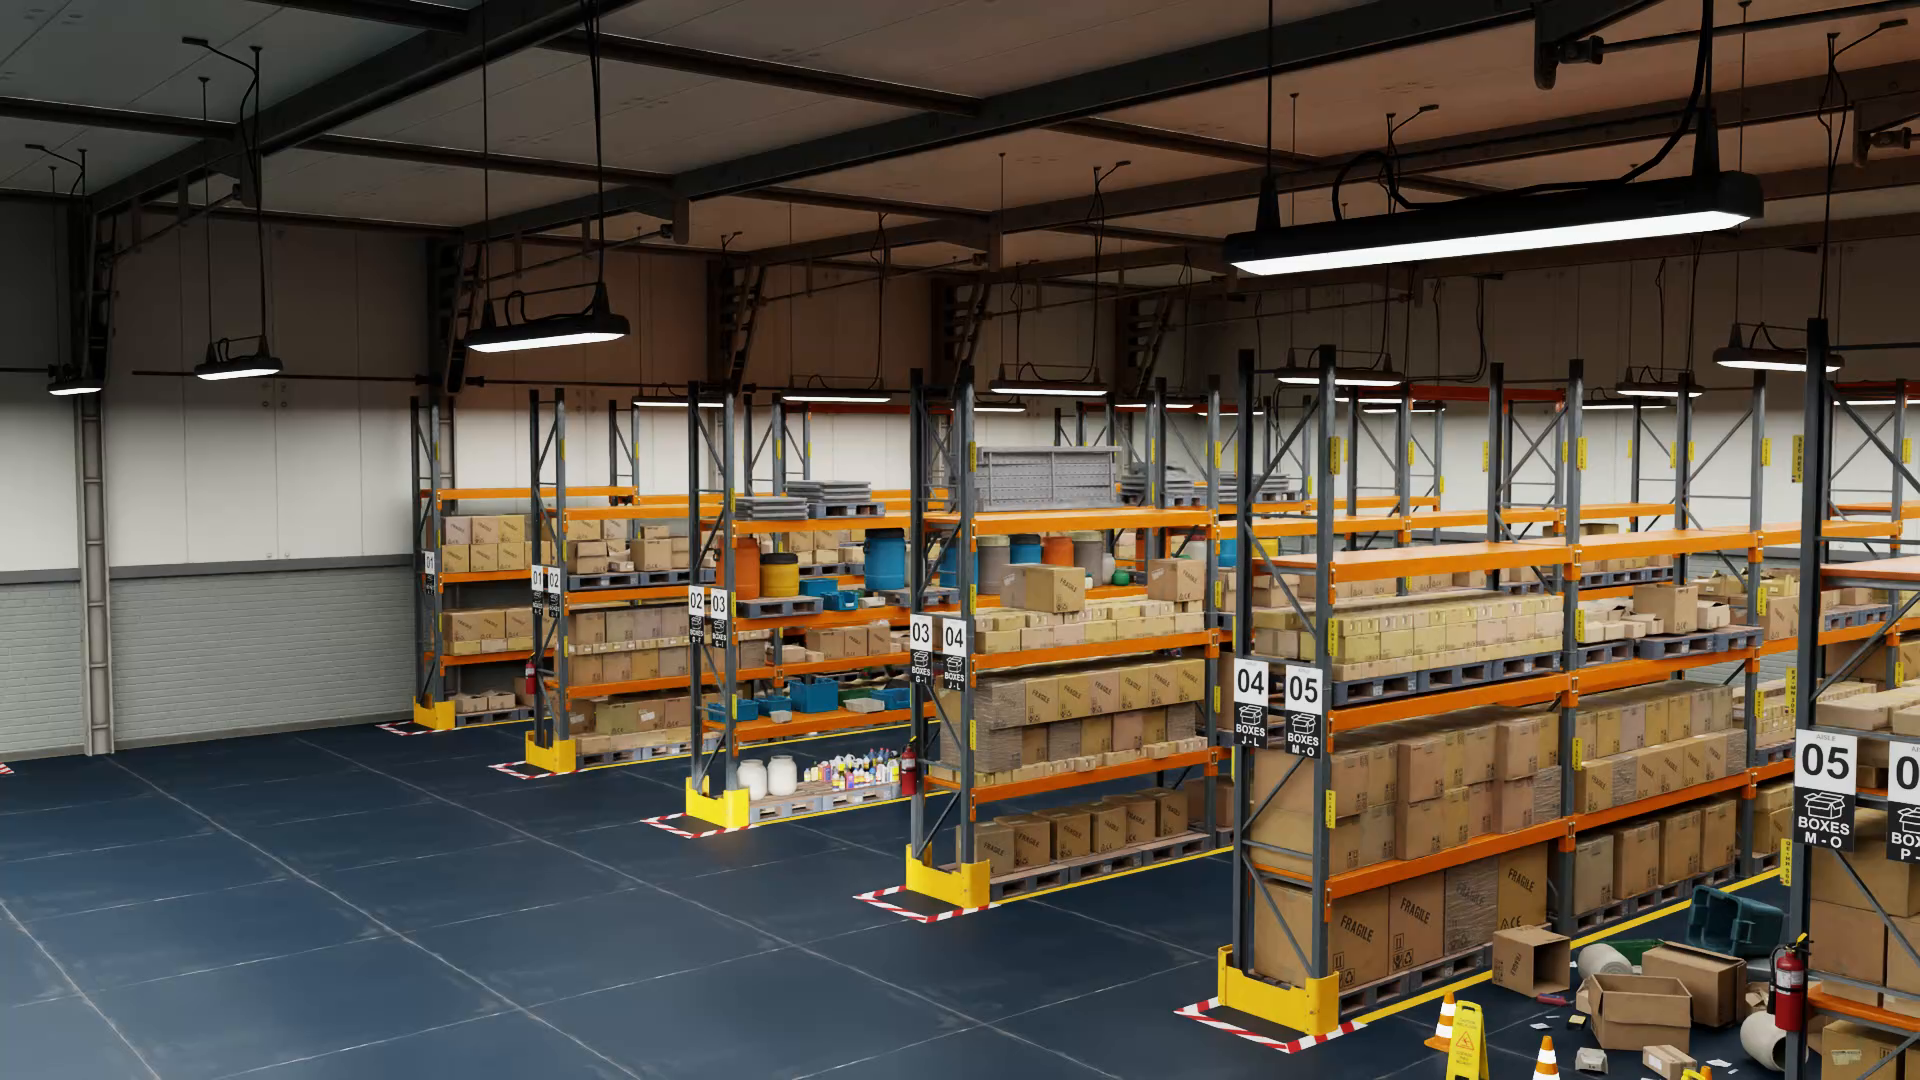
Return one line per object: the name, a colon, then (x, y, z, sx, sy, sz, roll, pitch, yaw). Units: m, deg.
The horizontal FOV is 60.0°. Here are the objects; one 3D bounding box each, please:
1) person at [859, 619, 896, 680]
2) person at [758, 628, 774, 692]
person: (-1.758, 2.227, 34.631, 1.070, 1.712, 0.627, -3, 5, -45)
person: (-3.633, 2.485, 31.078, 0.461, 1.682, 0.509, -2, 4, -32)
